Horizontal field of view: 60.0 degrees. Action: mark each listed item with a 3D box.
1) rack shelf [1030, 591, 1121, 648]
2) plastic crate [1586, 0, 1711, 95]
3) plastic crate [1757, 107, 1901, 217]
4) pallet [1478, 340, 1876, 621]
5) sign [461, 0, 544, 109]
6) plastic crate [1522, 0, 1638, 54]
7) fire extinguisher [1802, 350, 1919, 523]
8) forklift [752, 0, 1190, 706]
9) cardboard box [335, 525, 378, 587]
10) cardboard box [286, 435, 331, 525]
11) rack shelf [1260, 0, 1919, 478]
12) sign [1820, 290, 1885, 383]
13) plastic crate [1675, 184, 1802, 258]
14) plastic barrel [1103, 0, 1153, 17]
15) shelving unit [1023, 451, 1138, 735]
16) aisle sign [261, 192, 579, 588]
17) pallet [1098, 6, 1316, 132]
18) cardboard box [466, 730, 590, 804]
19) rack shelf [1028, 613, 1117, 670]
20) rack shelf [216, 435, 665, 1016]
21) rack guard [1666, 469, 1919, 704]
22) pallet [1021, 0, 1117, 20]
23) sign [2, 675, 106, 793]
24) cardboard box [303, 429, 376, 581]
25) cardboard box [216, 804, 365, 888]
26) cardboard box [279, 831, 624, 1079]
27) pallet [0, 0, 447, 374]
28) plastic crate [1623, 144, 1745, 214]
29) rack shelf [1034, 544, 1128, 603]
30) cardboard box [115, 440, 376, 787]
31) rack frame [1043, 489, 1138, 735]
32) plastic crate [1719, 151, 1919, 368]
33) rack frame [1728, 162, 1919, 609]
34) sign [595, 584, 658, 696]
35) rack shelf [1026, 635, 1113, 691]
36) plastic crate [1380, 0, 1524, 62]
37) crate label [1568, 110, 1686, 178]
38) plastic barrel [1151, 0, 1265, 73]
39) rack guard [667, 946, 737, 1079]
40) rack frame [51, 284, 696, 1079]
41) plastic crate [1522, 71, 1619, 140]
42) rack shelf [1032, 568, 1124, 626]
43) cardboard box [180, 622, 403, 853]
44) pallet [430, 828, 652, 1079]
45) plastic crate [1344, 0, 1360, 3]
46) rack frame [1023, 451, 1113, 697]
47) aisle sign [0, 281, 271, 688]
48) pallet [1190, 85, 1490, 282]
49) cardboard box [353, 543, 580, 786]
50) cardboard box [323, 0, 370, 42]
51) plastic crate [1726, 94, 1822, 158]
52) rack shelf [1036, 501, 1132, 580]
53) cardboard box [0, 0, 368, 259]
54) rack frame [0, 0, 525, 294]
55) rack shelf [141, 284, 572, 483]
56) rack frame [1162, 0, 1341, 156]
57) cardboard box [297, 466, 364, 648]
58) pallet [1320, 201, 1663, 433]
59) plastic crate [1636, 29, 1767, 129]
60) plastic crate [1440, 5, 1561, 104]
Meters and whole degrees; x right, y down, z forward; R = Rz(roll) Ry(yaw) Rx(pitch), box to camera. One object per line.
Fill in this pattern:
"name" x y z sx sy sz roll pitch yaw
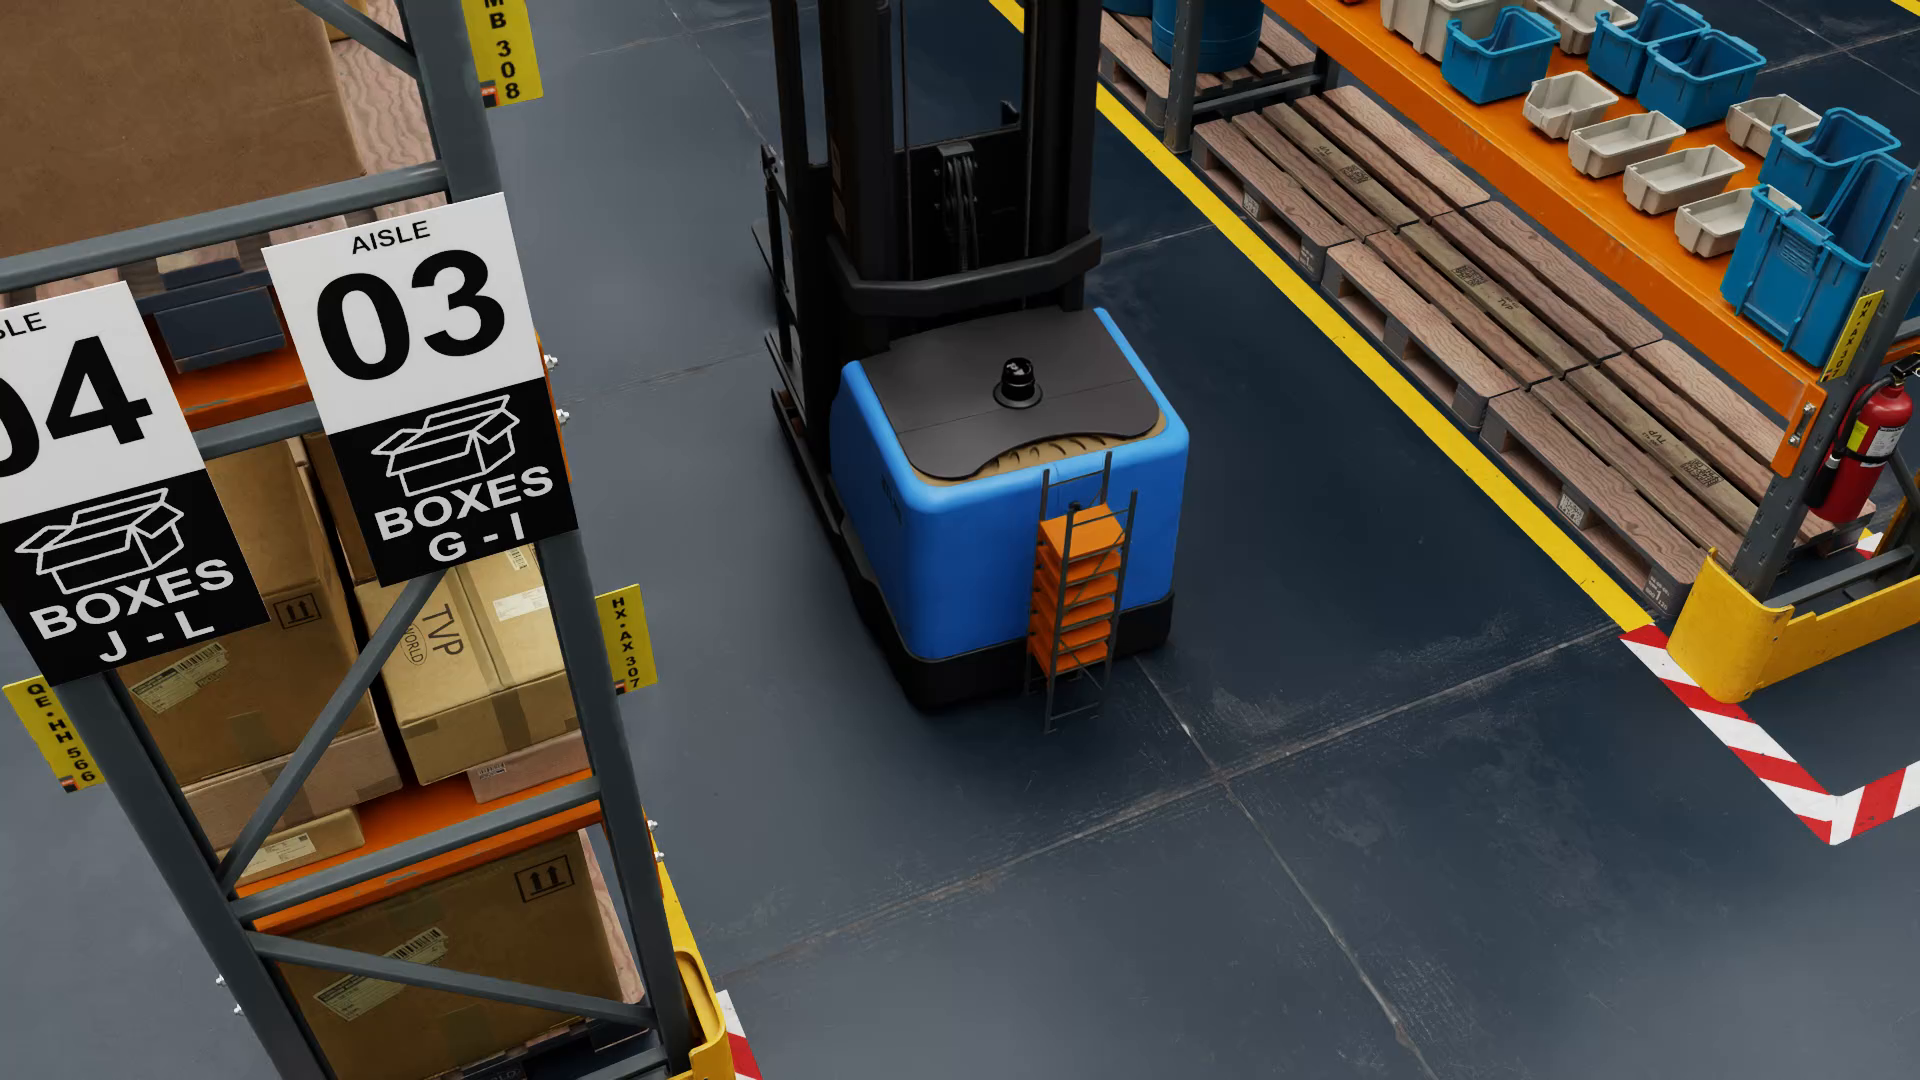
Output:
"rack shelf" 0.393 0.240 5.708 0.258 0.103 0.180 -16 51 -16
"plastic crate" 2.760 -1.987 6.705 0.416 0.233 0.300 -18 47 -17
"plastic crate" 3.163 -1.376 6.086 0.416 0.233 0.300 -18 47 -17
"pallet" 2.933 -0.285 6.888 1.003 0.211 1.213 -18 47 -17
"sign" -0.743 -0.845 2.656 0.100 0.325 0.005 -18 47 -17
"plastic crate" 2.568 -2.196 6.985 0.293 0.136 0.466 -18 47 -17
"fire extinguisher" 2.896 -0.350 5.289 0.296 0.674 0.183 -18 47 -17
"forklift" -0.174 -1.495 6.178 1.130 2.935 3.031 -14 46 -14
"cardboard box" -1.430 -0.045 4.555 0.500 0.250 0.500 -19 48 -18
"cardboard box" -2.120 -0.208 4.720 0.500 0.250 0.500 -20 48 -19
"rack shelf" 2.404 -1.759 6.909 1.077 0.370 4.000 -18 47 -17
"sign" 2.753 -0.626 5.132 0.100 0.325 0.005 -18 47 -17
"plastic crate" 2.738 -1.134 5.909 0.396 0.136 0.243 -18 47 -17
"plastic barrel" 1.052 -3.495 9.351 0.600 0.901 0.708 -18 47 -17
"shelving unit" 0.395 0.210 5.675 0.258 1.200 0.189 -16 51 -16
"aisle sign" -0.946 -0.246 3.012 0.394 0.787 0.004 -18 47 -17
"pallet" 1.276 -2.801 9.438 1.003 0.211 1.213 -18 47 -17
"cardboard box" -1.099 0.488 4.299 0.380 0.149 0.250 -18 47 -17
"rack shelf" 0.390 0.320 5.797 0.258 0.103 0.180 -16 51 -16
"rack shelf" -2.090 -0.296 5.427 1.077 0.370 4.000 -18 47 -17
"rack guard" 3.267 0.161 6.231 1.175 0.500 0.348 -18 47 -17
"pallet" 0.760 -3.579 10.227 1.003 0.211 1.213 -18 47 -17
"sign" -1.747 0.377 3.239 0.100 0.325 0.005 -18 47 -17
"cardboard box" -1.416 -0.301 4.281 0.500 0.500 0.500 -19 48 -18
"cardboard box" -1.697 0.682 4.102 0.380 0.149 0.250 -17 47 -17
"cardboard box" -1.591 0.945 4.870 0.875 0.875 0.875 -18 47 -17
"pallet" -1.570 -0.783 3.336 1.003 0.211 1.213 -18 47 -17
"plastic crate" 2.629 -1.323 6.100 0.396 0.136 0.243 -18 47 -17
"rack shelf" 0.400 0.080 5.529 0.258 0.103 0.180 -16 51 -16
"cardboard box" -1.692 0.170 3.803 0.500 0.500 0.500 -17 47 -17
"rack frame" 0.429 0.274 5.619 0.240 1.200 0.006 -16 51 -16
"plastic crate" 2.935 -0.933 5.492 0.616 0.435 0.499 -18 47 -17
"rack frame" 3.245 -0.740 5.365 1.000 3.000 0.127 -18 47 -17
"sign" -0.743 0.226 3.713 0.100 0.325 0.005 -18 47 -17
"rack shelf" 0.387 0.400 5.887 0.258 0.103 0.180 -16 51 -16
"plastic crate" 2.038 -2.241 6.927 0.437 0.282 0.530 -18 47 -17
"crate label" 2.490 -1.493 6.273 0.396 0.136 0.243 -18 47 -17
"plastic barrel" 1.350 -3.044 8.894 0.600 0.901 0.708 -18 47 -17
"rack guard" -1.239 1.627 4.745 1.175 0.500 0.348 -18 47 -17
"rack frame" -1.249 0.722 3.882 1.000 3.000 0.127 -18 47 -17
"plastic crate" 2.348 -1.676 6.458 0.298 0.136 0.250 -18 47 -17
"rack shelf" 0.397 0.160 5.618 0.258 0.103 0.180 -16 51 -16
"cardboard box" -1.693 0.439 4.064 0.500 0.250 0.500 -19 48 -18
"pallet" -1.656 1.229 5.355 1.003 0.211 1.213 -18 47 -17
"plastic crate" 1.711 -2.690 7.253 0.402 0.464 0.583 -18 47 -17
"rack frame" 0.360 0.147 5.730 0.240 1.200 0.006 -16 51 -16
"aisle sign" -1.491 -0.069 2.833 0.394 0.787 0.004 -18 47 -17
"pallet" 1.907 -1.840 8.464 1.003 0.211 1.213 -18 47 -17
"cardboard box" -1.206 0.284 4.221 0.500 0.250 0.500 -19 48 -18
"cardboard box" -1.643 -1.276 3.330 0.700 0.500 0.500 -20 48 -19
"plastic crate" 3.095 -1.584 6.364 0.250 0.136 0.298 -18 47 -17
"rack shelf" 0.403 0.001 5.439 0.258 0.103 0.180 -16 51 -16
"cardboard box" -1.516 -0.882 2.931 0.700 0.500 0.500 -21 48 -20
"rack frame" -1.249 -1.413 1.775 1.000 3.000 0.127 -18 47 -17
"rack shelf" -2.090 -1.364 4.373 1.077 0.370 4.000 -18 47 -17
"rack frame" 1.563 -3.289 7.948 1.000 3.000 0.127 -18 47 -17
"cardboard box" -1.906 0.116 4.392 0.500 0.250 0.500 -19 48 -18
"pallet" 2.424 -1.061 7.675 1.003 0.211 1.213 -18 47 -17
"plastic crate" 2.886 -1.796 6.511 0.416 0.233 0.300 -18 47 -17
"plastic crate" 2.149 -1.935 6.652 0.416 0.233 0.300 -18 47 -17
